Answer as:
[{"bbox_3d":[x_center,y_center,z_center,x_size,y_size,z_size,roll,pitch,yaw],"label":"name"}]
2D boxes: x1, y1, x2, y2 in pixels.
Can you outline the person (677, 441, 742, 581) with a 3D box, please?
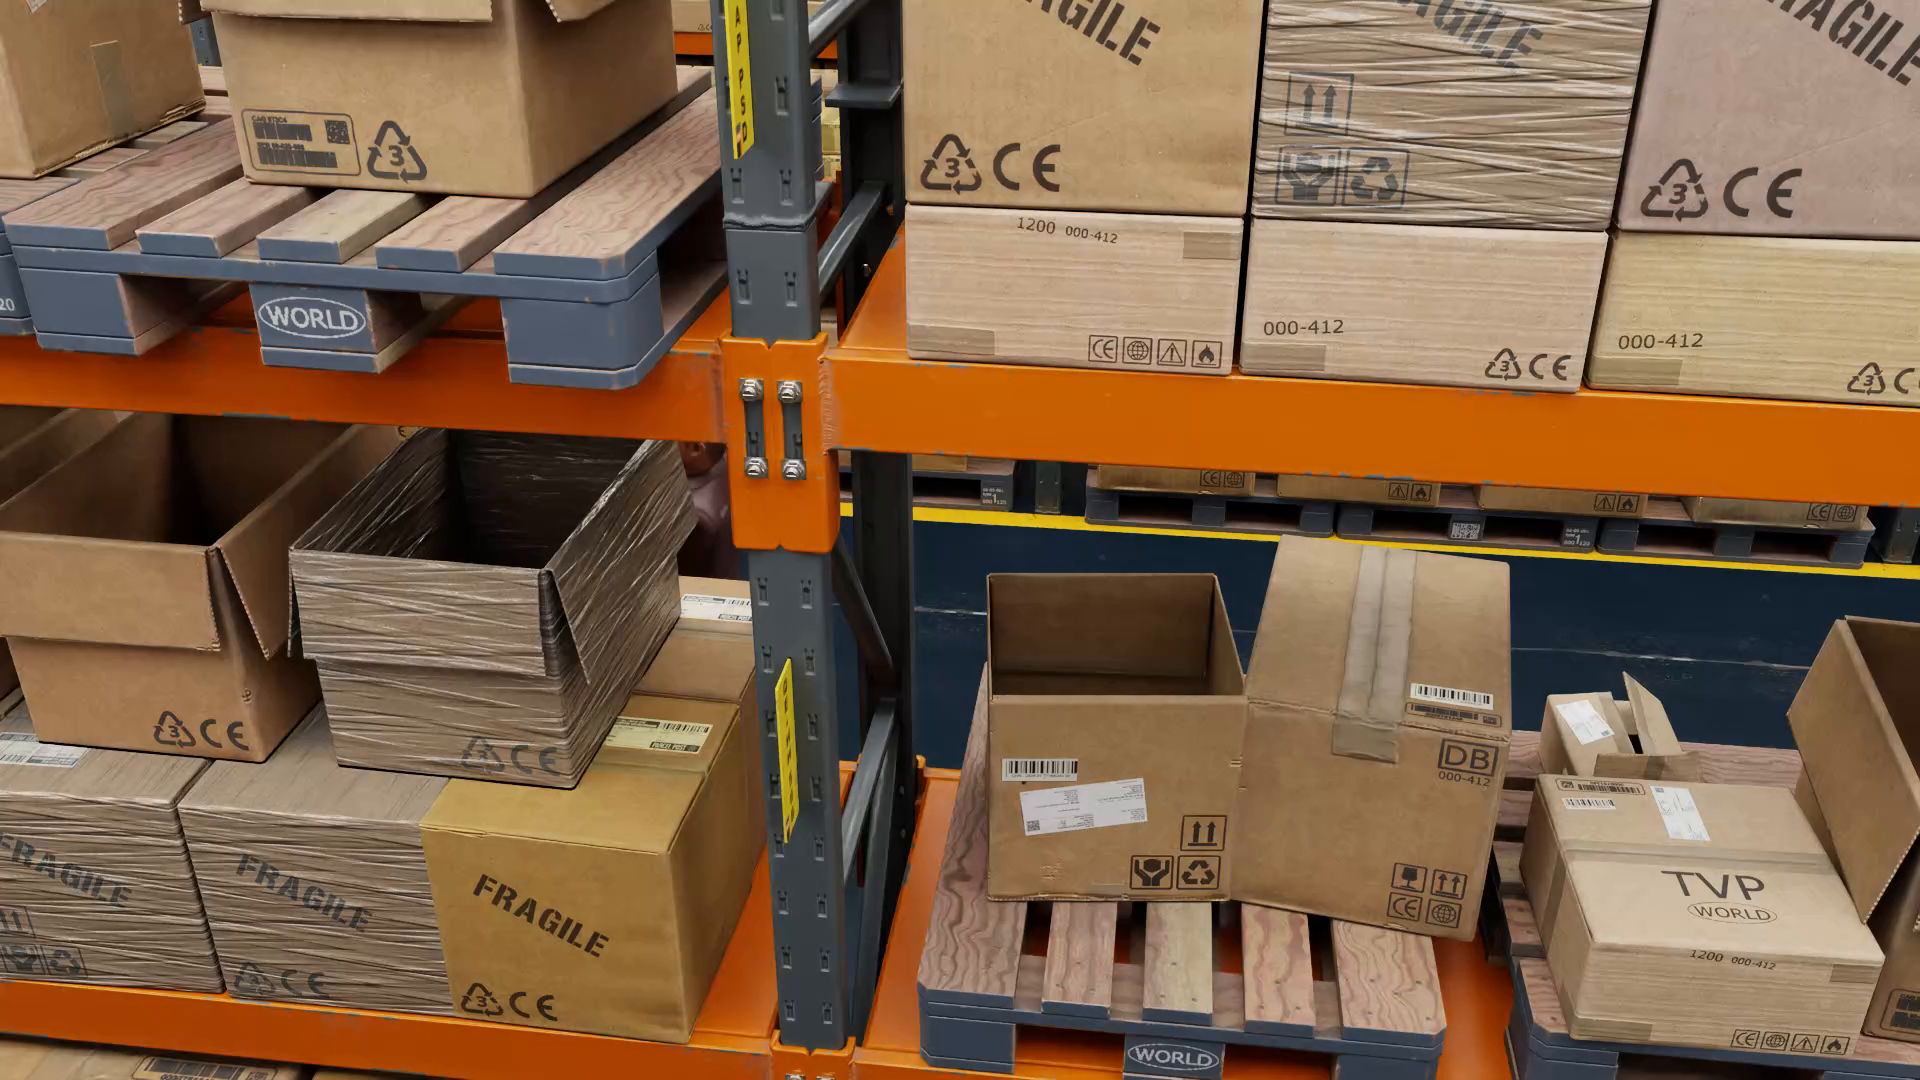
[{"bbox_3d":[-0.970,0.320,5.544,0.563,1.770,0.529,4,28,7],"label":"person"}]
